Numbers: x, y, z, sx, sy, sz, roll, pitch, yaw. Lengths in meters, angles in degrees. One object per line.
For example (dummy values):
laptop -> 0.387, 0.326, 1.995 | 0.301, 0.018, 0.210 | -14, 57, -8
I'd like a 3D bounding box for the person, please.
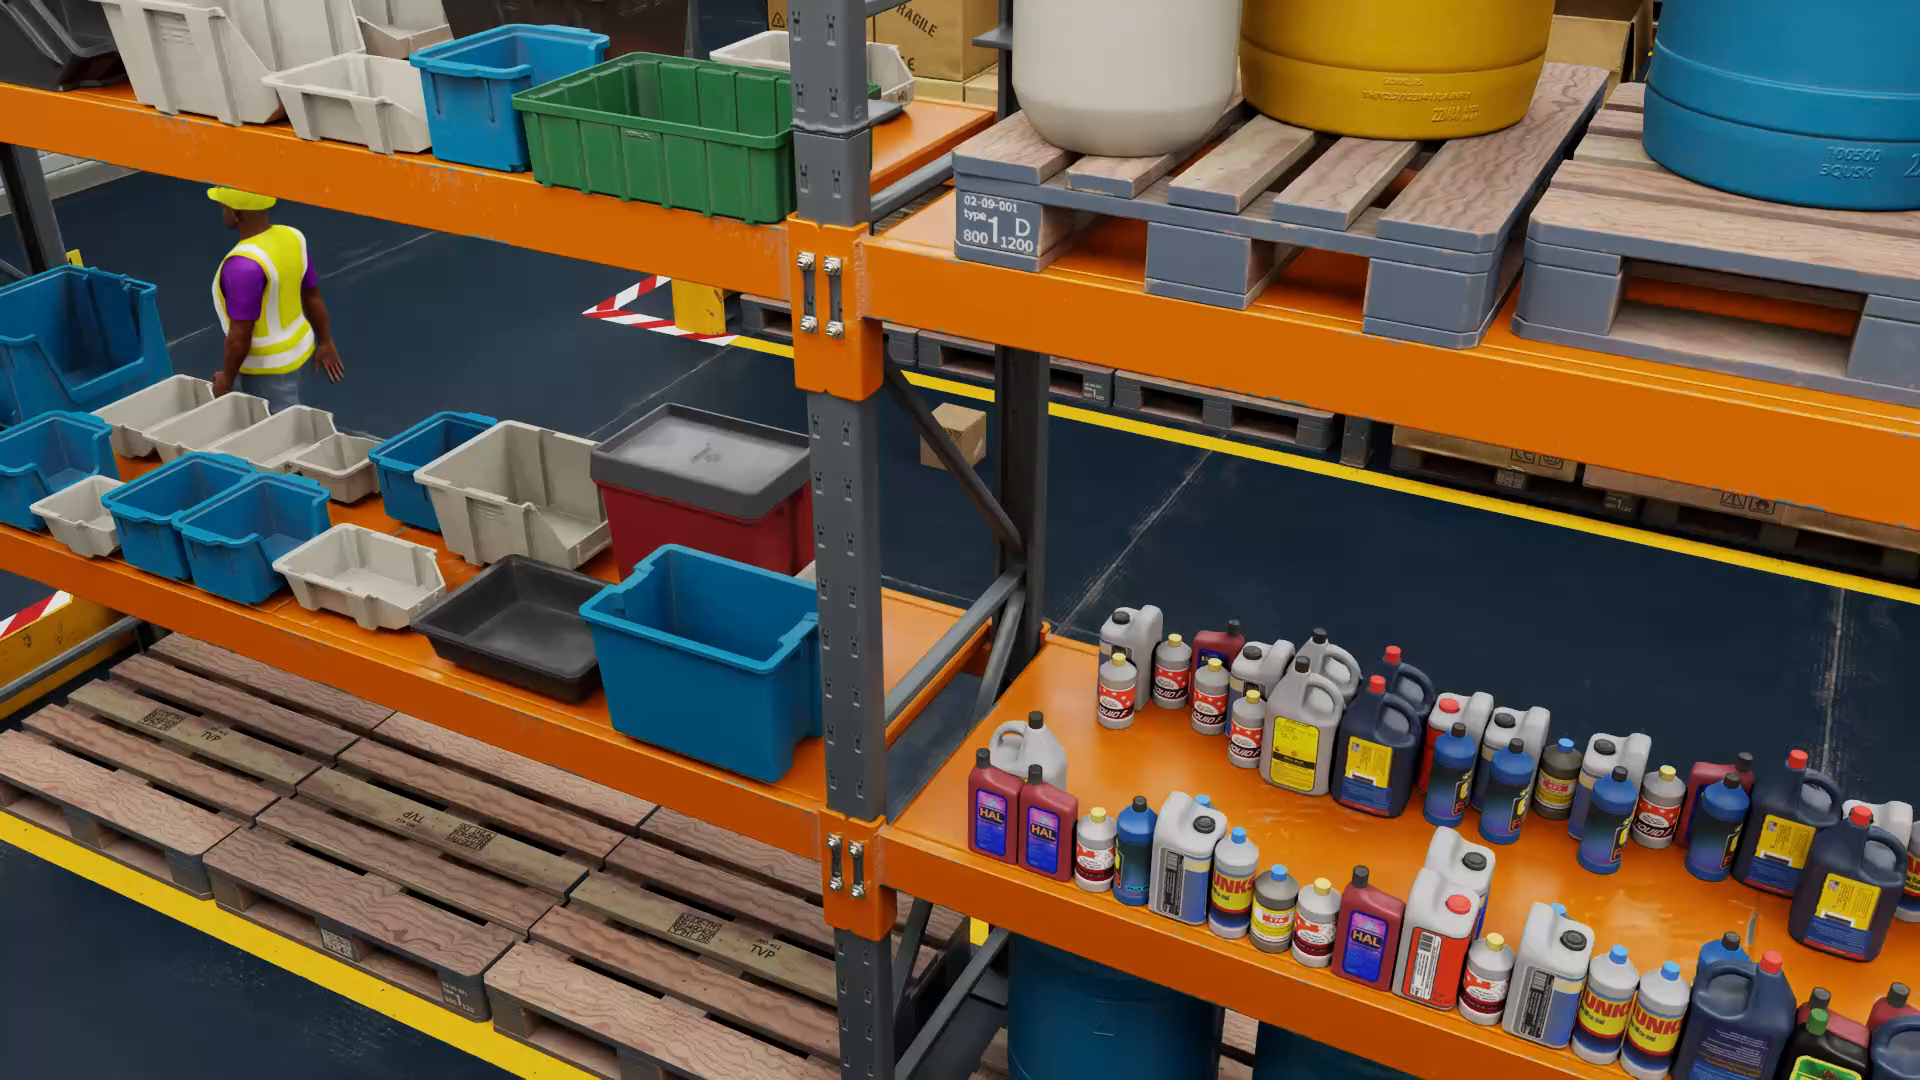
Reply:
person -> -3.019, -0.851, 7.518 | 0.744, 1.675, 0.559 | 1, 30, 1
